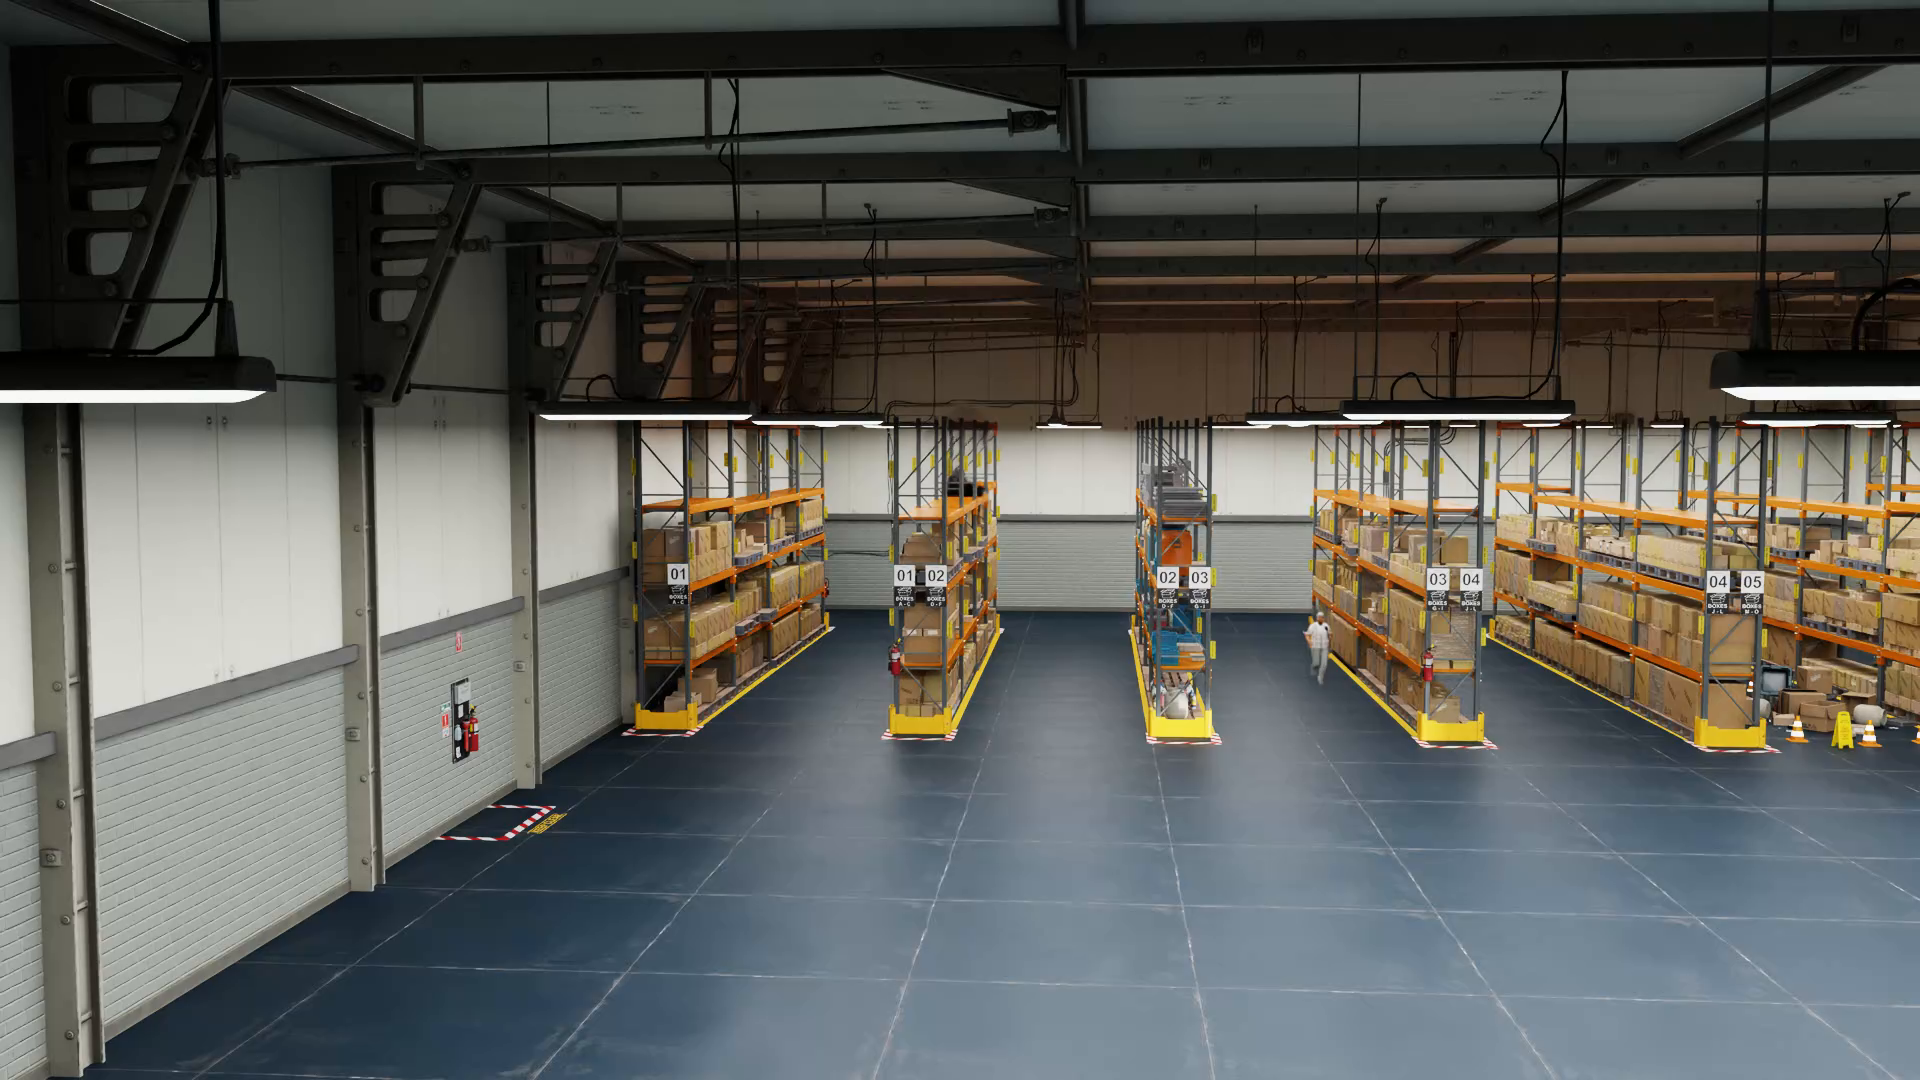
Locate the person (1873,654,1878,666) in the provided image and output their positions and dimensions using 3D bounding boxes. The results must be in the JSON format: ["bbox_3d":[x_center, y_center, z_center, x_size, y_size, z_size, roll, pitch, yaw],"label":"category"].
[{"bbox_3d":[22.344,2.248,40.355,0.644,1.677,0.538,0,4,-1],"label":"person"}]

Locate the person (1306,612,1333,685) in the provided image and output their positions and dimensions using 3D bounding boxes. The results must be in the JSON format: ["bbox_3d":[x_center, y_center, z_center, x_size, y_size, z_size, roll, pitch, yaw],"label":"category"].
[{"bbox_3d":[8.192,2.454,37.863,0.614,1.631,0.575,0,4,1],"label":"person"}]
